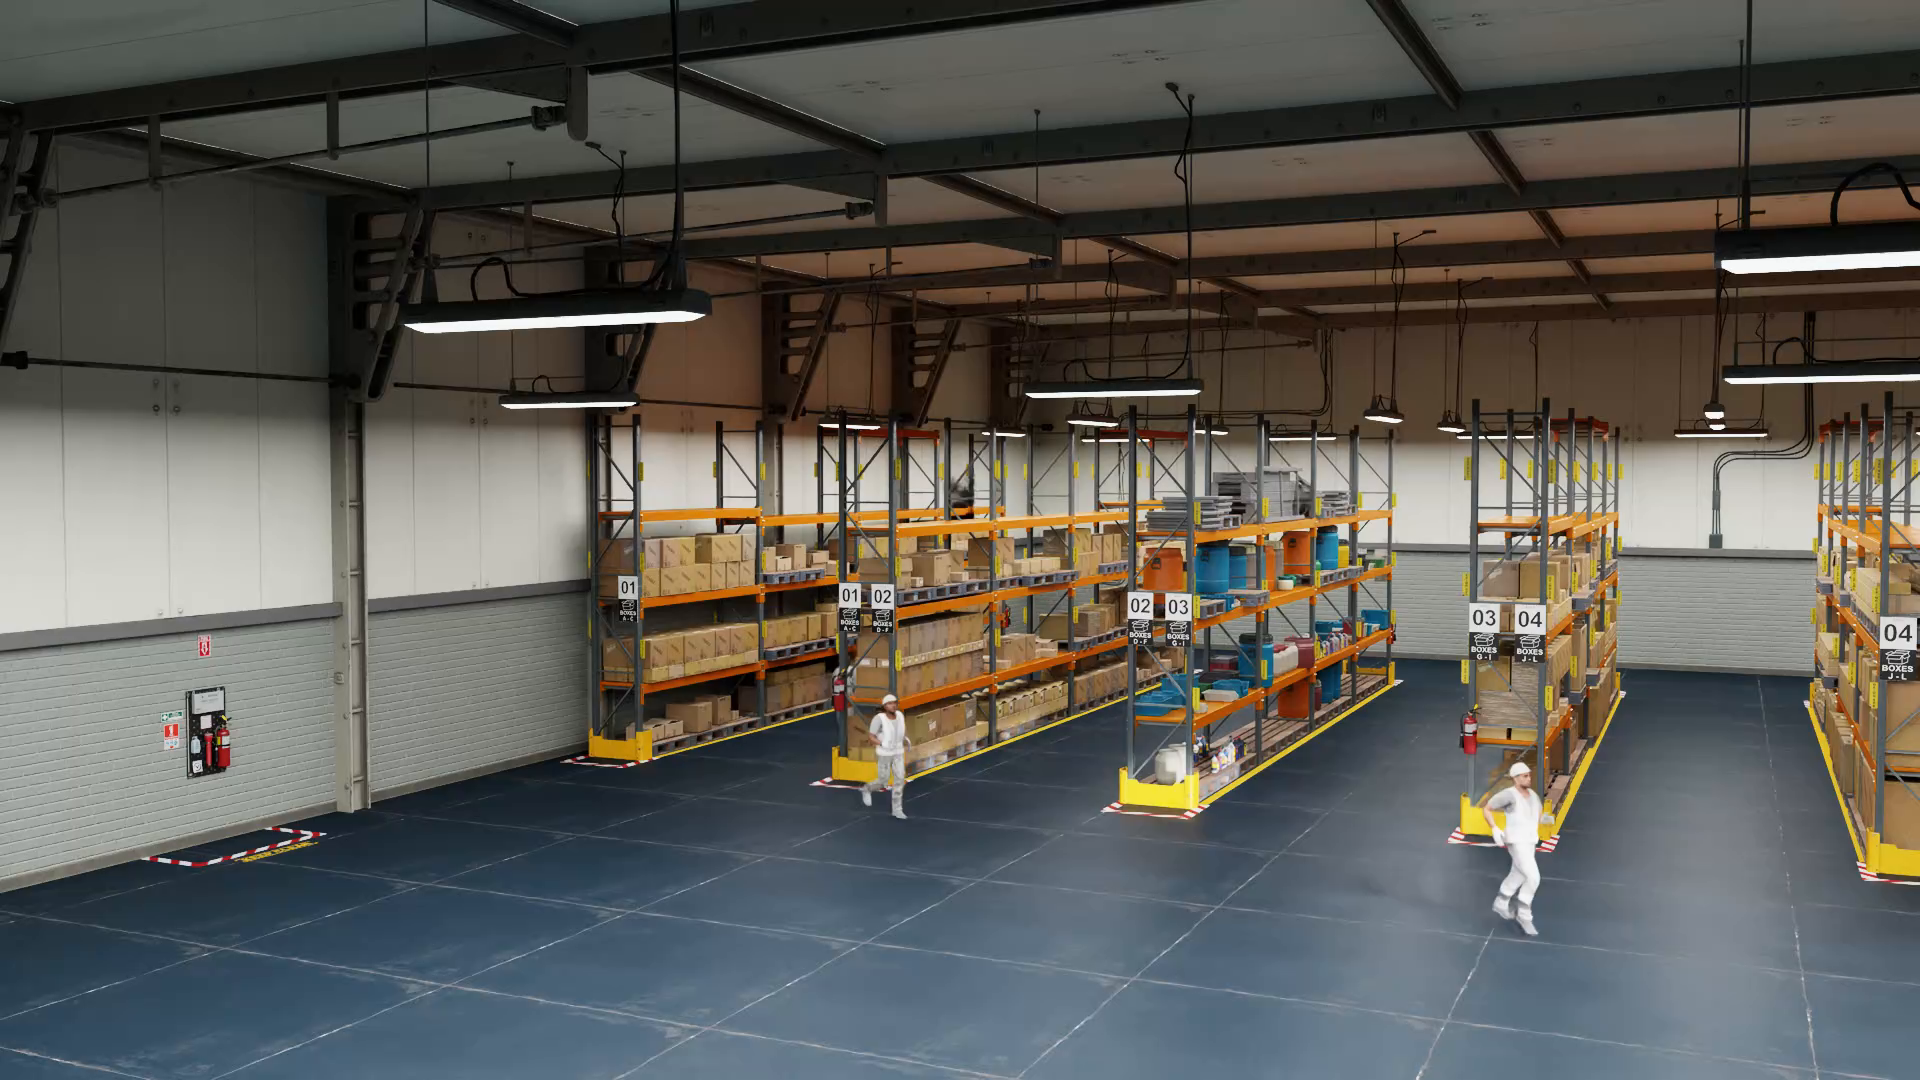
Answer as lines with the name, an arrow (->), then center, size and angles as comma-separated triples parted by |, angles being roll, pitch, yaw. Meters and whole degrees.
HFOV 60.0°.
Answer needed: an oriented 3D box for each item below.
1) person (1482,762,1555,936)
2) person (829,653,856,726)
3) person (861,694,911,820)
person -> 6.128, 3.357, 18.180 | 0.643, 1.846, 0.774 | -2, 3, -38
person -> -2.078, 2.894, 30.098 | 0.674, 1.746, 0.541 | 1, 2, 19
person -> -1.045, 3.127, 24.223 | 0.691, 1.779, 0.911 | -2, 3, -35
